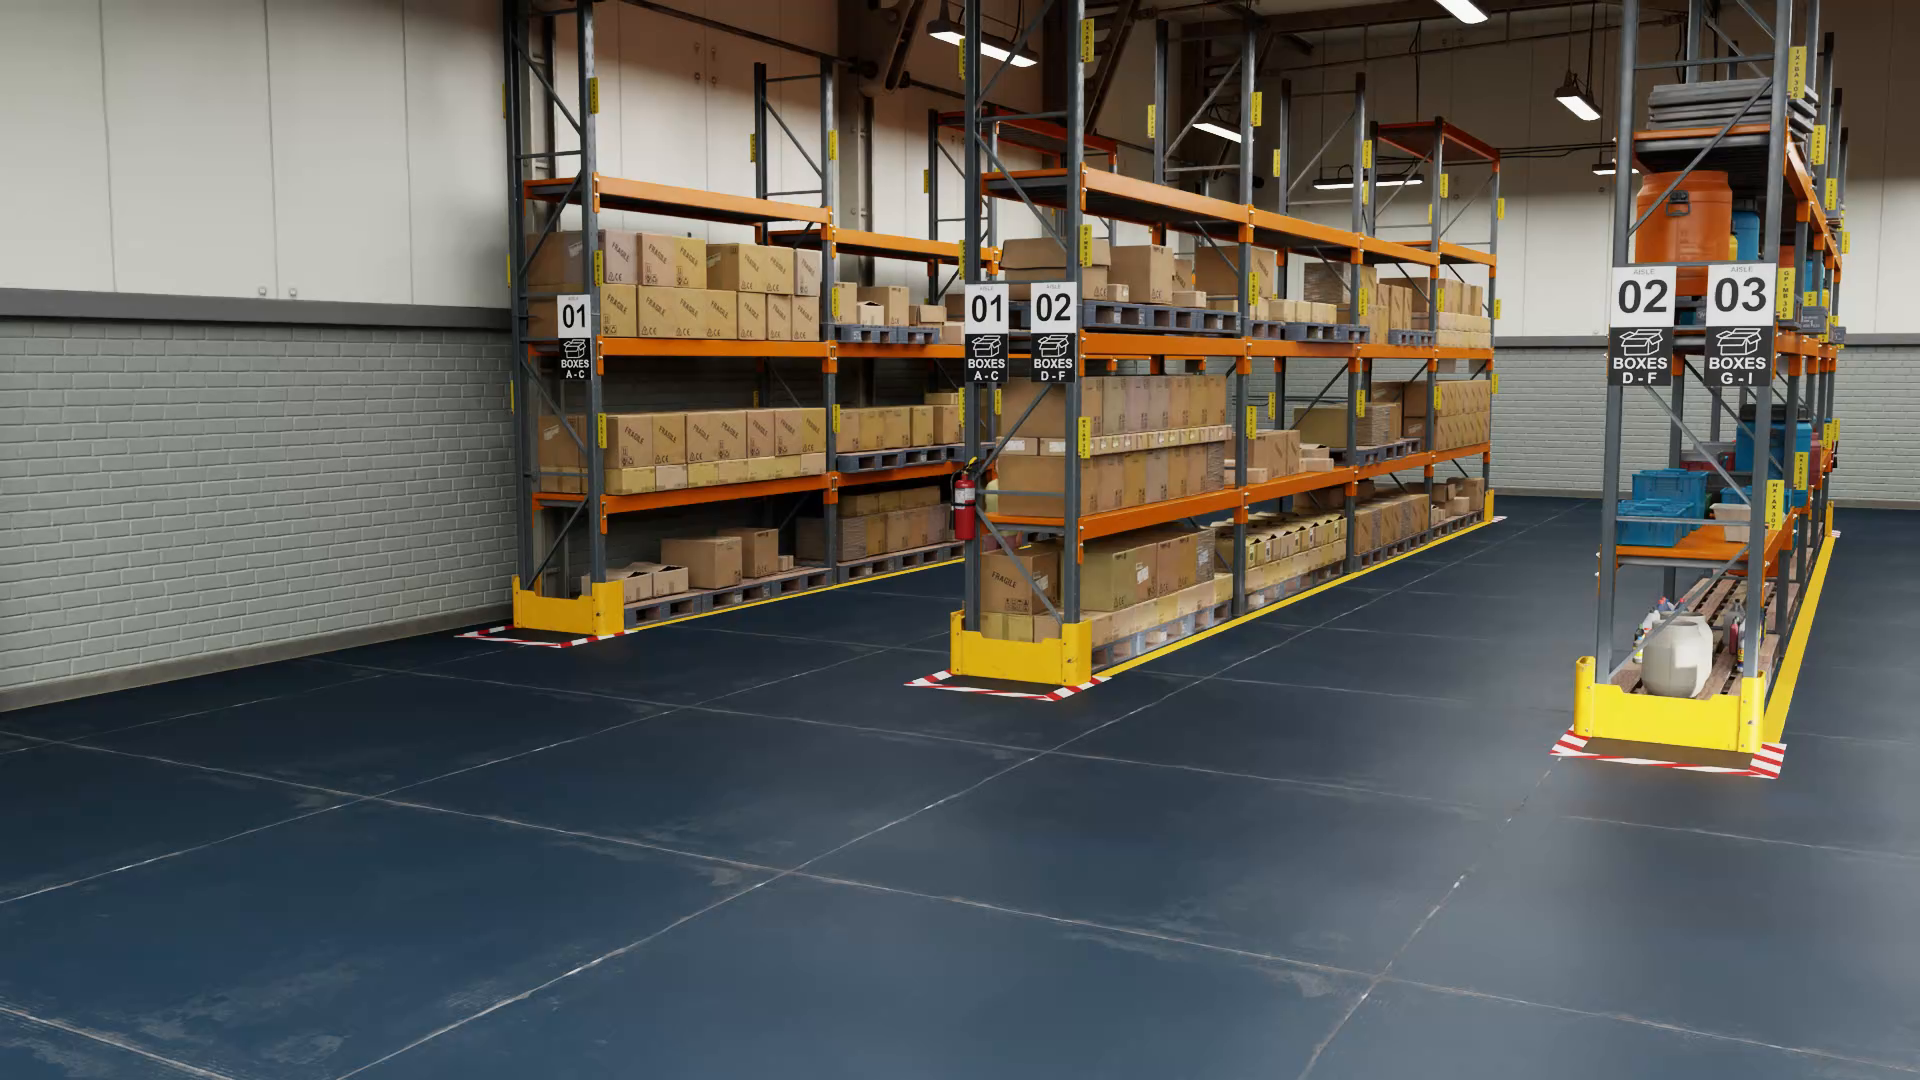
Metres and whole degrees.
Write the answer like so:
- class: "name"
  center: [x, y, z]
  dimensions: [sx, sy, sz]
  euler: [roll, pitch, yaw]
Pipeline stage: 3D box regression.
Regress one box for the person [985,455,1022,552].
- class: "person"
  center: [0.439, 0.094, 16.669]
  dimensions: [0.439, 1.416, 0.349]
  euler: [3, 7, 29]
